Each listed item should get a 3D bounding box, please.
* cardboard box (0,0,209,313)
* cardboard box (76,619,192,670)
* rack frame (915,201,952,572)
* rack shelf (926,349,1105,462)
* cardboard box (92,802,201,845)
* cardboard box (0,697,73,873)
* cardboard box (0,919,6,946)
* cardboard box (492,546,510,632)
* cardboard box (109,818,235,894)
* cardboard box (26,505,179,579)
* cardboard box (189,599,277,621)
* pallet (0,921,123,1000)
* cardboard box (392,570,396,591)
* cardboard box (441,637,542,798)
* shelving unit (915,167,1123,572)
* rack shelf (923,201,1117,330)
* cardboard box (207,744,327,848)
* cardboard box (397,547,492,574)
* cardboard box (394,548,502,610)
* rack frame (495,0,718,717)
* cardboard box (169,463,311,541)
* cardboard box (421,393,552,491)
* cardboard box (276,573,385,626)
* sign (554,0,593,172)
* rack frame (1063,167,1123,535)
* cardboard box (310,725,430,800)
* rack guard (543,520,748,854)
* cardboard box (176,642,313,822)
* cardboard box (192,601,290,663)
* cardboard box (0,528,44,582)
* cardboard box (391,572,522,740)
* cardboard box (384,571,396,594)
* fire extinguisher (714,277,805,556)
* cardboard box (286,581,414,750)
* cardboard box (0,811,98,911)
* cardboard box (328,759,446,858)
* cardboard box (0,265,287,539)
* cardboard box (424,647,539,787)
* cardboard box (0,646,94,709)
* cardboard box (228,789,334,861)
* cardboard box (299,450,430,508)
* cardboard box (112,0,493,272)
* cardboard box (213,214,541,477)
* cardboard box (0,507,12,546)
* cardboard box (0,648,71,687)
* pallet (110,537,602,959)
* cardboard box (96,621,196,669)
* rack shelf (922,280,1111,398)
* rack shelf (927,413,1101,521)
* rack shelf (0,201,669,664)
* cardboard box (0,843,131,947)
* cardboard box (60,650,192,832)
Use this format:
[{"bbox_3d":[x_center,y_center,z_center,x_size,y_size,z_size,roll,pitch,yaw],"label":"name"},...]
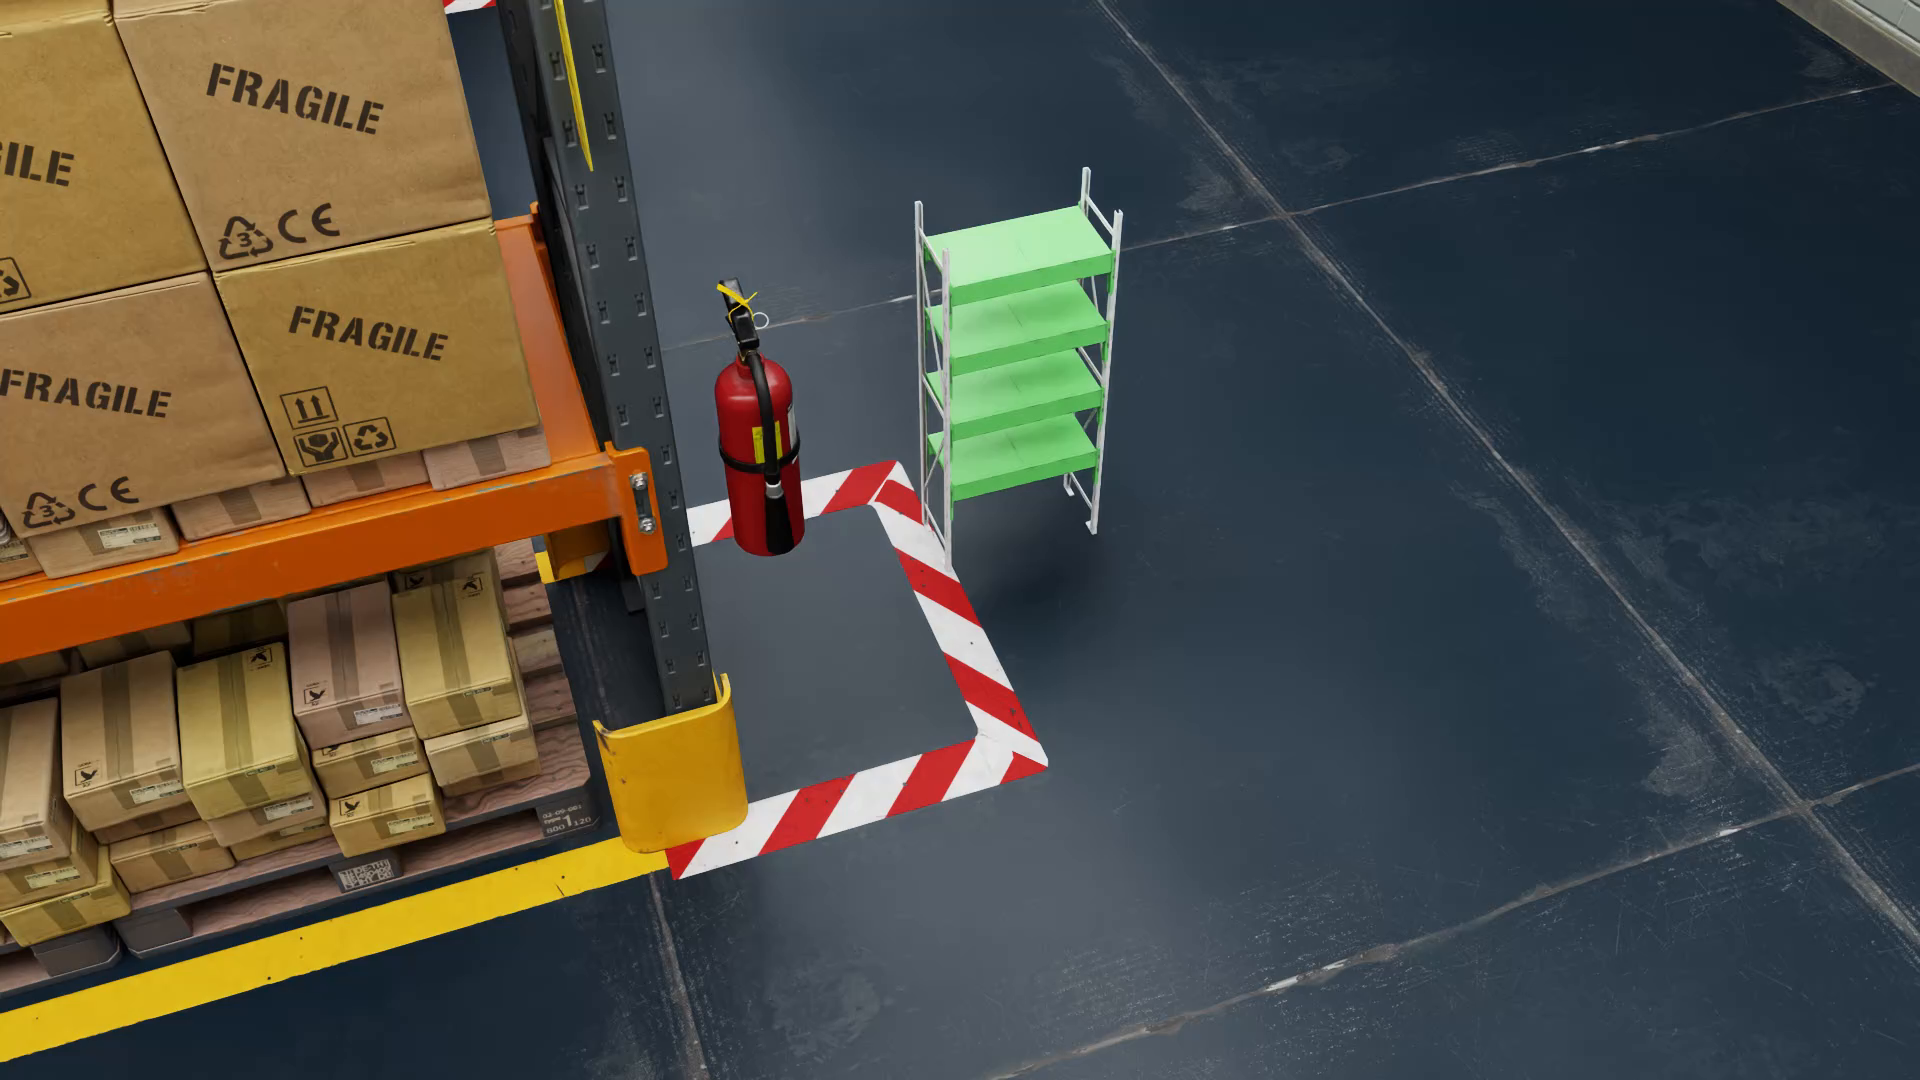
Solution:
[{"bbox_3d":[-1.668,-0.756,2.899,0.500,0.500,0.500,-16,47,-15],"label":"cardboard box"},{"bbox_3d":[-2.157,0.124,4.305,0.250,0.149,0.380,-16,47,-16],"label":"cardboard box"},{"bbox_3d":[-0.074,-0.405,4.806,0.015,1.200,0.240,-14,47,-14],"label":"rack frame"},{"bbox_3d":[0.156,-0.418,4.910,0.480,0.148,0.258,-14,47,-14],"label":"rack shelf"},{"bbox_3d":[-2.020,0.532,4.109,0.250,0.149,0.380,-15,47,-14],"label":"cardboard box"},{"bbox_3d":[-2.212,0.574,3.856,0.250,0.149,0.380,-13,46,-12],"label":"cardboard box"},{"bbox_3d":[-2.465,0.822,4.029,0.250,0.149,0.380,-13,47,-13],"label":"cardboard box"},{"bbox_3d":[-1.446,0.110,4.739,0.250,0.149,0.380,-13,47,-13],"label":"cardboard box"},{"bbox_3d":[-1.982,0.667,4.184,0.250,0.149,0.380,-14,47,-13],"label":"cardboard box"},{"bbox_3d":[-1.765,-0.123,3.432,0.250,0.149,0.380,-13,47,-13],"label":"cardboard box"},{"bbox_3d":[-1.952,0.009,4.420,0.250,0.149,0.380,-14,47,-14],"label":"cardboard box"},{"bbox_3d":[-2.838,0.805,4.299,1.213,0.211,1.003,-14,47,-14],"label":"pallet"},{"bbox_3d":[-1.665,0.228,4.622,0.250,0.149,0.380,-15,47,-14],"label":"cardboard box"},{"bbox_3d":[-1.269,0.463,4.387,0.250,0.149,0.380,-14,47,-13],"label":"cardboard box"},{"bbox_3d":[0.156,-0.463,4.865,0.503,1.200,0.258,-14,47,-14],"label":"shelving unit"},{"bbox_3d":[0.156,-0.757,4.570,0.480,0.148,0.258,-14,47,-14],"label":"rack shelf"},{"bbox_3d":[-1.733,0.536,4.105,0.250,0.149,0.380,-16,47,-15],"label":"cardboard box"},{"bbox_3d":[-1.453,-0.113,4.541,0.250,0.149,0.380,-16,47,-16],"label":"cardboard box"},{"bbox_3d":[-1.425,0.047,4.591,0.250,0.149,0.380,-13,46,-12],"label":"cardboard box"},{"bbox_3d":[-0.845,-0.661,3.791,0.127,3.000,1.000,-14,47,-14],"label":"rack frame"},{"bbox_3d":[-1.533,-0.200,3.509,0.250,0.149,0.380,-15,47,-14],"label":"cardboard box"},{"bbox_3d":[-1.056,-0.305,3.614,0.250,0.149,0.380,-14,47,-14],"label":"cardboard box"},{"bbox_3d":[-1.672,0.034,4.395,0.250,0.149,0.380,-14,47,-13],"label":"cardboard box"},{"bbox_3d":[-0.675,-0.806,2.895,0.005,0.325,0.100,-14,47,-14],"label":"sign"},{"bbox_3d":[0.385,-0.522,4.923,0.015,1.200,0.240,-14,47,-14],"label":"rack frame"},{"bbox_3d":[-1.509,0.437,4.203,0.250,0.149,0.380,-15,47,-15],"label":"cardboard box"},{"bbox_3d":[-0.916,0.240,4.658,0.348,0.500,1.175,-14,47,-14],"label":"rack guard"},{"bbox_3d":[-1.713,0.453,3.977,0.250,0.149,0.380,-15,47,-15],"label":"cardboard box"},{"bbox_3d":[-1.902,0.194,4.446,0.250,0.149,0.380,-14,47,-13],"label":"cardboard box"},{"bbox_3d":[-2.023,-0.079,3.389,0.250,0.149,0.380,-16,47,-16],"label":"cardboard box"},{"bbox_3d":[-1.257,0.284,4.146,0.250,0.149,0.380,-14,47,-13],"label":"cardboard box"},{"bbox_3d":[-1.702,0.076,4.563,0.250,0.149,0.380,-15,47,-14],"label":"cardboard box"},{"bbox_3d":[-0.451,-0.255,3.704,0.183,0.674,0.296,-14,47,-14],"label":"fire extinguisher"},{"bbox_3d":[-1.513,0.306,4.124,0.250,0.149,0.380,-13,47,-13],"label":"cardboard box"},{"bbox_3d":[-2.215,0.669,3.972,0.250,0.149,0.380,-14,47,-13],"label":"cardboard box"},{"bbox_3d":[-1.477,0.592,4.258,0.250,0.149,0.380,-13,47,-13],"label":"cardboard box"},{"bbox_3d":[-1.666,-0.401,3.251,0.500,0.500,0.500,-15,47,-15],"label":"cardboard box"},{"bbox_3d":[-1.244,0.410,4.230,0.250,0.149,0.380,-16,47,-15],"label":"cardboard box"},{"bbox_3d":[-2.397,0.310,4.330,0.250,0.149,0.380,-16,47,-16],"label":"cardboard box"},{"bbox_3d":[-1.755,0.598,4.252,0.250,0.149,0.380,-15,47,-14],"label":"cardboard box"},{"bbox_3d":[-1.302,-0.270,3.579,0.250,0.149,0.380,-14,47,-14],"label":"cardboard box"},{"bbox_3d":[-1.191,-0.878,3.021,0.500,0.500,0.500,-15,47,-15],"label":"cardboard box"},{"bbox_3d":[-1.180,-0.521,3.371,0.500,0.500,0.500,-13,47,-13],"label":"cardboard box"},{"bbox_3d":[-2.140,-0.273,3.123,0.500,0.500,0.500,-14,47,-14],"label":"cardboard box"},{"bbox_3d":[-2.421,0.184,4.245,0.250,0.149,0.380,-13,46,-12],"label":"cardboard box"},{"bbox_3d":[-1.693,0.514,4.589,1.213,0.211,1.003,-14,47,-14],"label":"pallet"},{"bbox_3d":[-2.180,0.183,4.456,0.250,0.149,0.380,-13,47,-13],"label":"cardboard box"},{"bbox_3d":[0.156,-0.588,4.740,0.480,0.148,0.258,-14,47,-14],"label":"rack shelf"},{"bbox_3d":[0.156,-0.249,5.080,0.480,0.148,0.258,-14,47,-14],"label":"rack shelf"},{"bbox_3d":[-2.726,0.074,3.566,4.000,0.370,1.077,-14,47,-14],"label":"rack shelf"},{"bbox_3d":[-2.201,0.770,4.081,0.250,0.149,0.380,-16,47,-16],"label":"cardboard box"},{"bbox_3d":[-1.978,0.473,3.957,0.250,0.149,0.380,-16,47,-15],"label":"cardboard box"}]
